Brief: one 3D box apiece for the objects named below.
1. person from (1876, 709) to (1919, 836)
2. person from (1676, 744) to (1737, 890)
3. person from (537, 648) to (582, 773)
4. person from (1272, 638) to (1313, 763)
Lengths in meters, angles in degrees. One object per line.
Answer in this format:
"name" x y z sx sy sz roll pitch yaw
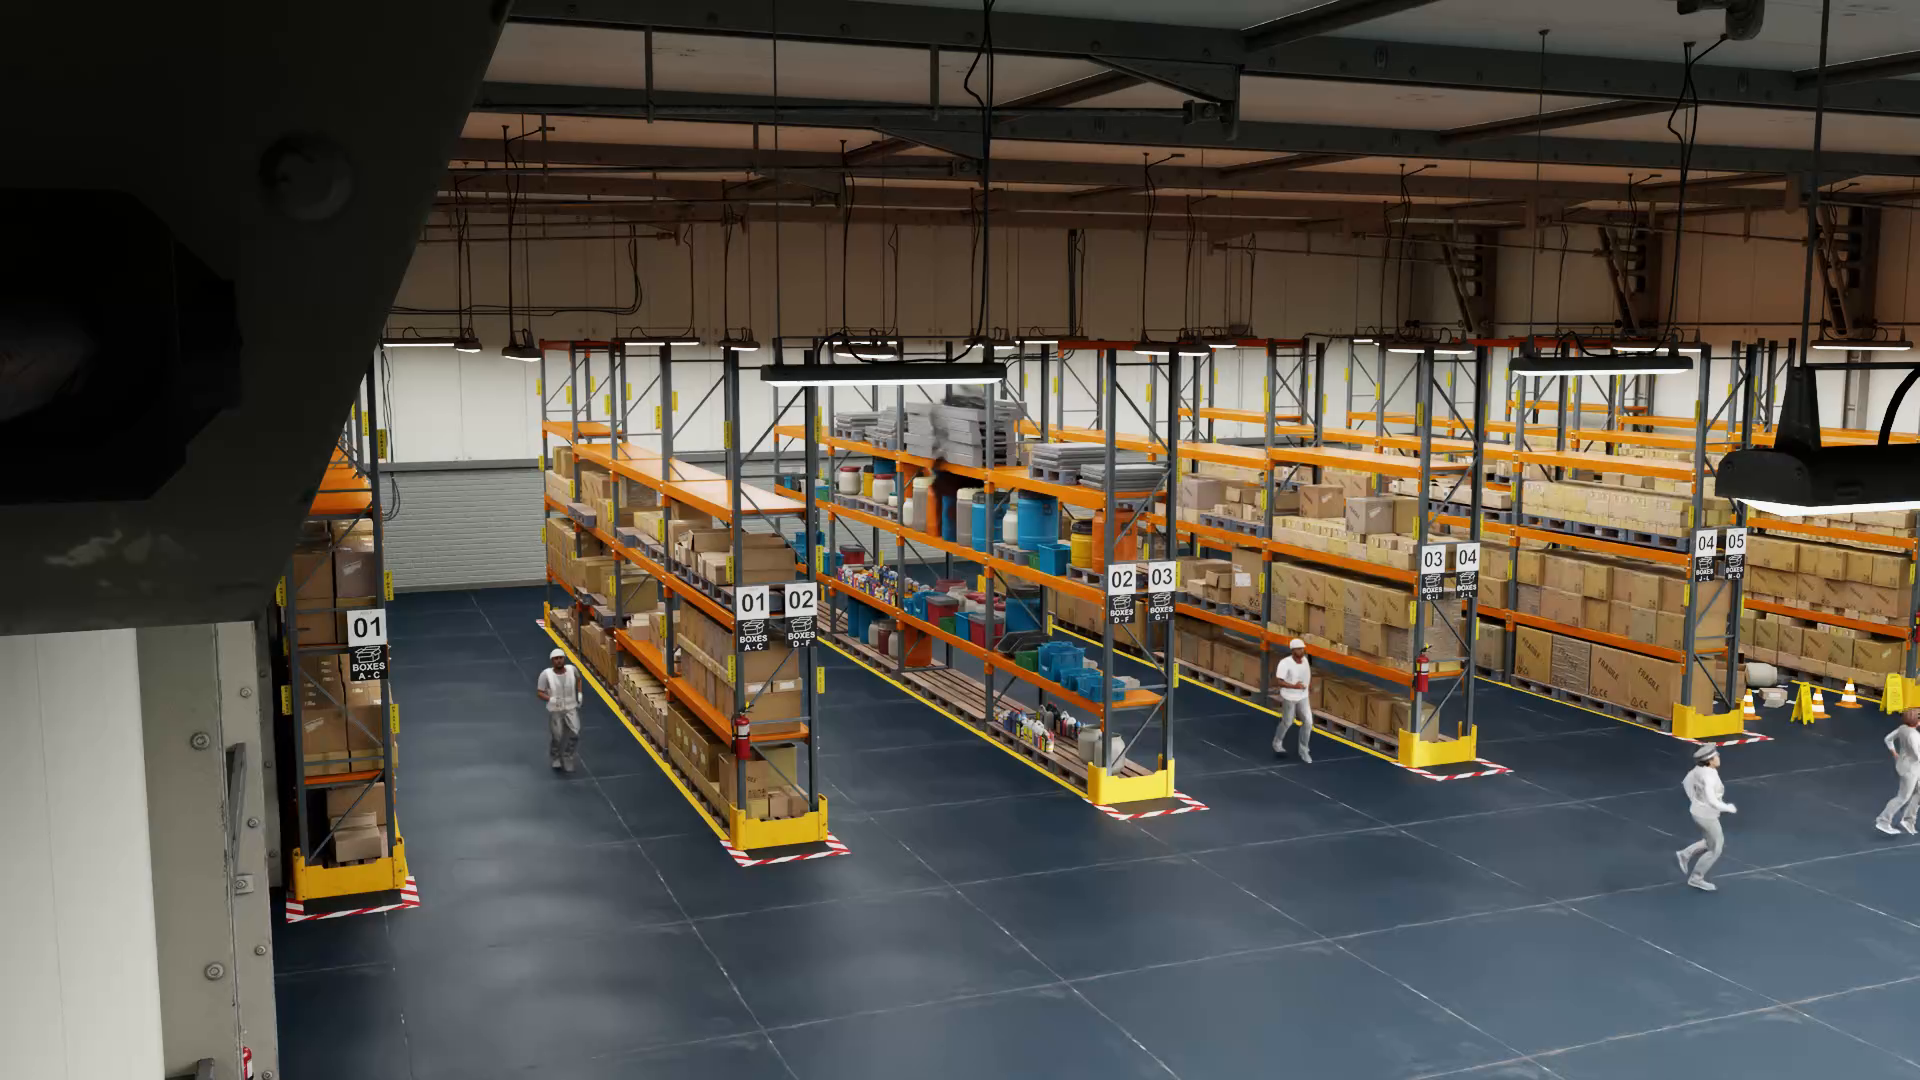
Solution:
"person" 11.712 2.886 20.515 0.684 1.647 0.526 2 8 18
"person" 8.406 3.093 18.660 0.524 1.659 0.658 1 8 8
"person" -5.625 2.410 23.508 0.682 1.776 0.666 -4 8 -26
"person" 4.874 2.335 24.185 0.724 1.847 0.757 -4 8 -27
